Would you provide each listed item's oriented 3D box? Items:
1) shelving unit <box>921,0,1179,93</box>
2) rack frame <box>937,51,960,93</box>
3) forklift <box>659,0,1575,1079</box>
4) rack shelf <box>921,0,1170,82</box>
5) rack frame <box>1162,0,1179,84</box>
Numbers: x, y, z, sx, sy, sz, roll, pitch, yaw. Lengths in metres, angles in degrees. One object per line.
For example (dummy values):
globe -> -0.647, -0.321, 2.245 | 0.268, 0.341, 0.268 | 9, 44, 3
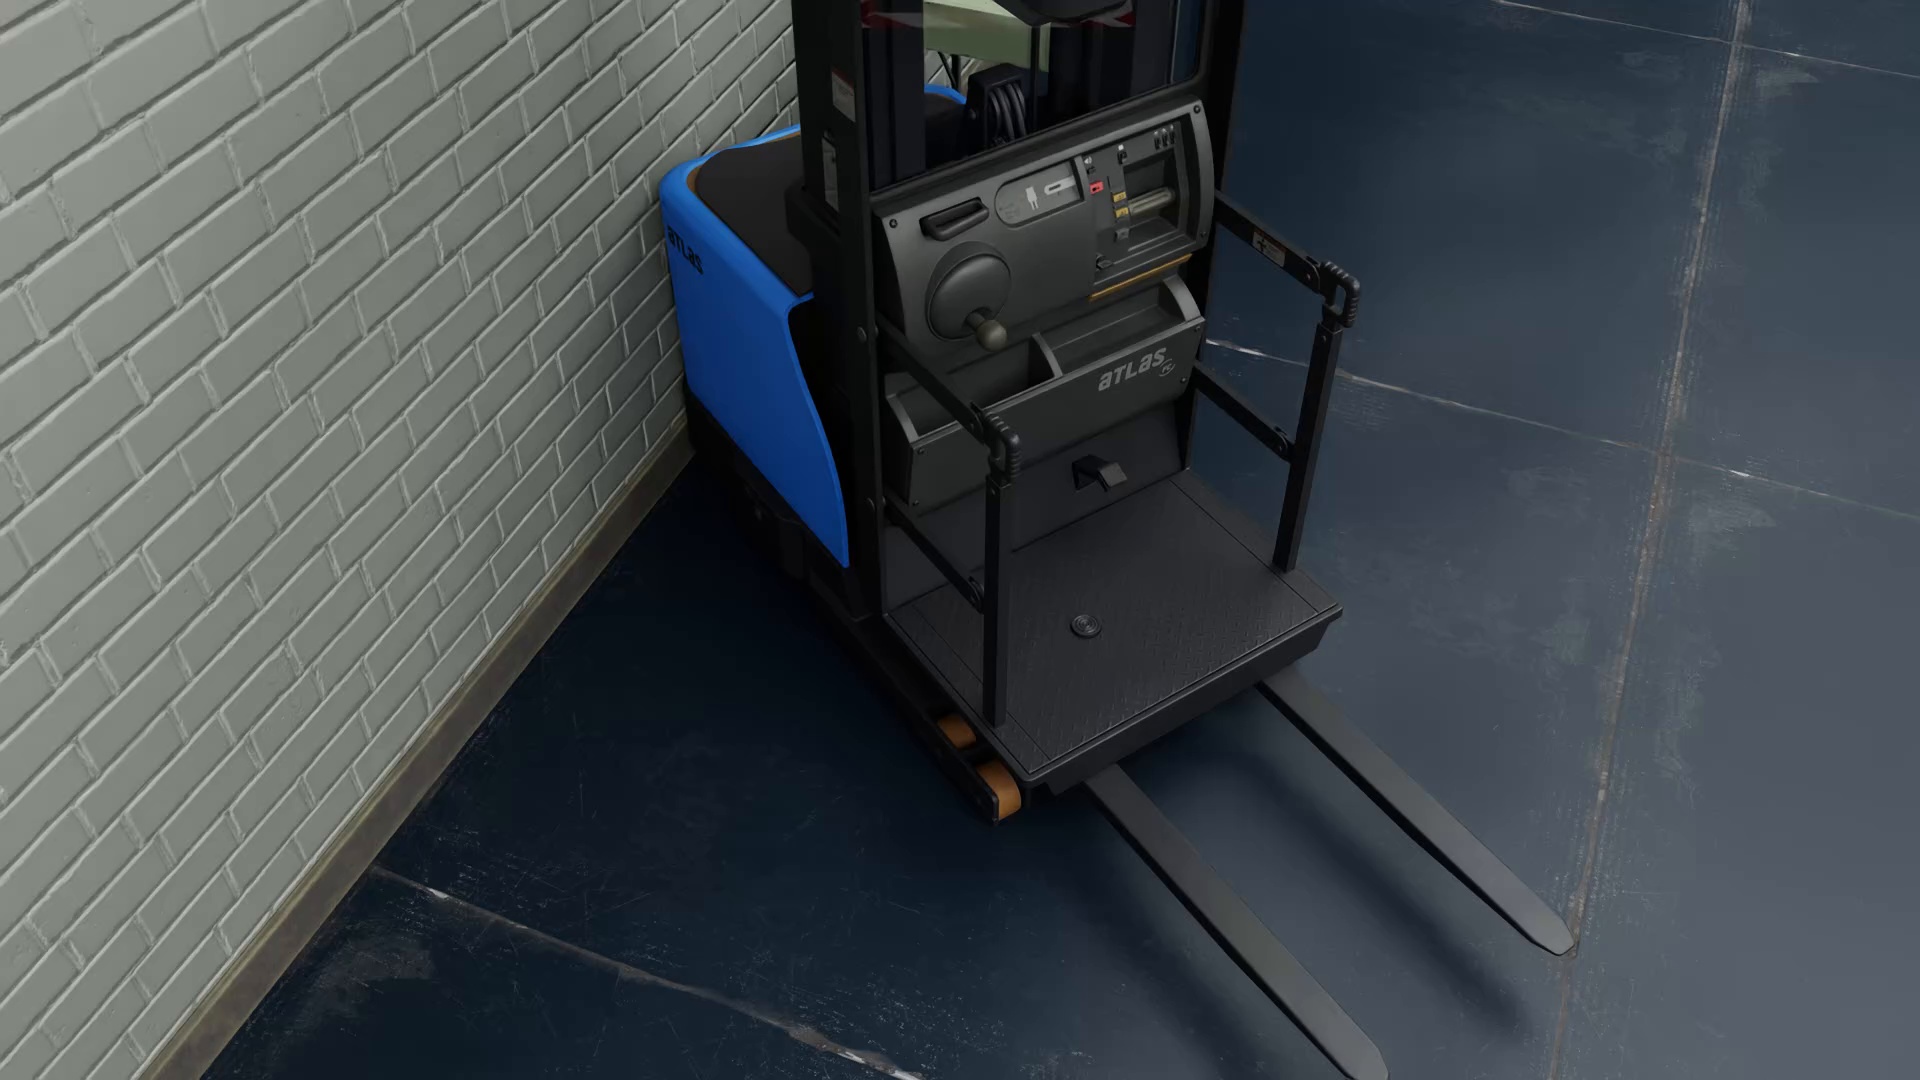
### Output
shelving unit -> 0.261, -1.303, 5.496 | 0.755, 1.500, 0.431 | 15, 47, 15
rack frame -> -0.081, -1.395, 5.589 | 0.023, 1.500, 0.400 | 15, 47, 15
forklift -> 0.349, -0.672, 3.848 | 1.130, 2.935, 3.031 | -25, 50, -23
rack shelf -> 0.261, -1.580, 5.221 | 0.720, 0.370, 0.431 | 15, 47, 15
rack frame -> 0.603, -1.211, 5.404 | 0.023, 1.500, 0.400 | 15, 47, 15
